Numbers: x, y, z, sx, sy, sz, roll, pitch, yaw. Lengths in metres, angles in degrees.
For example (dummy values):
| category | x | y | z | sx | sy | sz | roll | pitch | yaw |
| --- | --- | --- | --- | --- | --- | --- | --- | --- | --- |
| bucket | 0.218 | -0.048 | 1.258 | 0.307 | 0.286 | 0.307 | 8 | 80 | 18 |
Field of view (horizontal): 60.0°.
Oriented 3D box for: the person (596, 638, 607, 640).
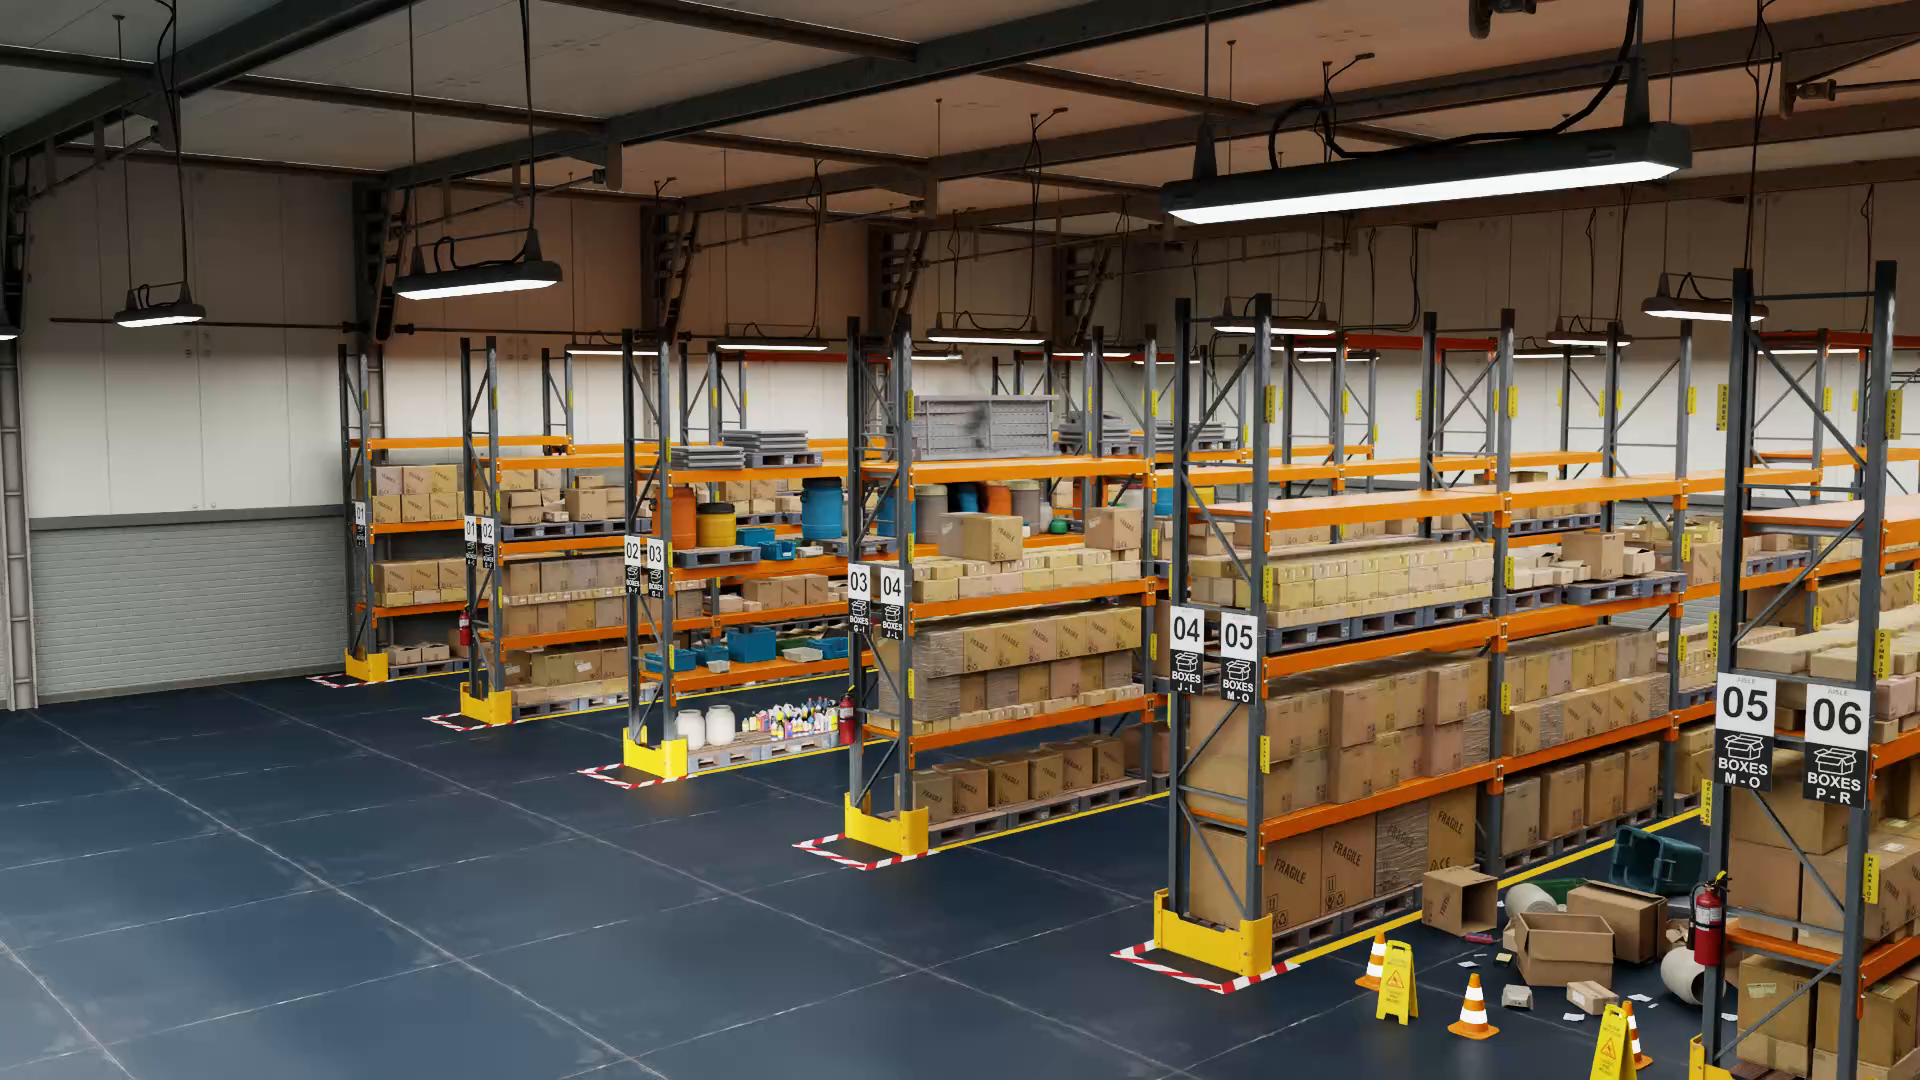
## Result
| category | x | y | z | sx | sy | sz | roll | pitch | yaw |
| --- | --- | --- | --- | --- | --- | --- | --- | --- | --- |
| person | -6.346 | 1.702 | 29.271 | 0.574 | 1.680 | 0.883 | 5 | 7 | 44 |

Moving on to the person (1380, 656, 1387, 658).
| category | x | y | z | sx | sy | sz | roll | pitch | yaw |
| --- | --- | --- | --- | --- | --- | --- | --- | --- | --- |
| person | 5.742 | 2.275 | 22.417 | 0.798 | 1.837 | 0.658 | -5 | 7 | -44 |

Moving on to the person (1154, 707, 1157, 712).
| category | x | y | z | sx | sy | sz | roll | pitch | yaw |
| --- | --- | --- | --- | --- | --- | --- | --- | --- | --- |
| person | 3.150 | 1.698 | 25.601 | 0.646 | 1.892 | 0.758 | 3 | 6 | 34 |
